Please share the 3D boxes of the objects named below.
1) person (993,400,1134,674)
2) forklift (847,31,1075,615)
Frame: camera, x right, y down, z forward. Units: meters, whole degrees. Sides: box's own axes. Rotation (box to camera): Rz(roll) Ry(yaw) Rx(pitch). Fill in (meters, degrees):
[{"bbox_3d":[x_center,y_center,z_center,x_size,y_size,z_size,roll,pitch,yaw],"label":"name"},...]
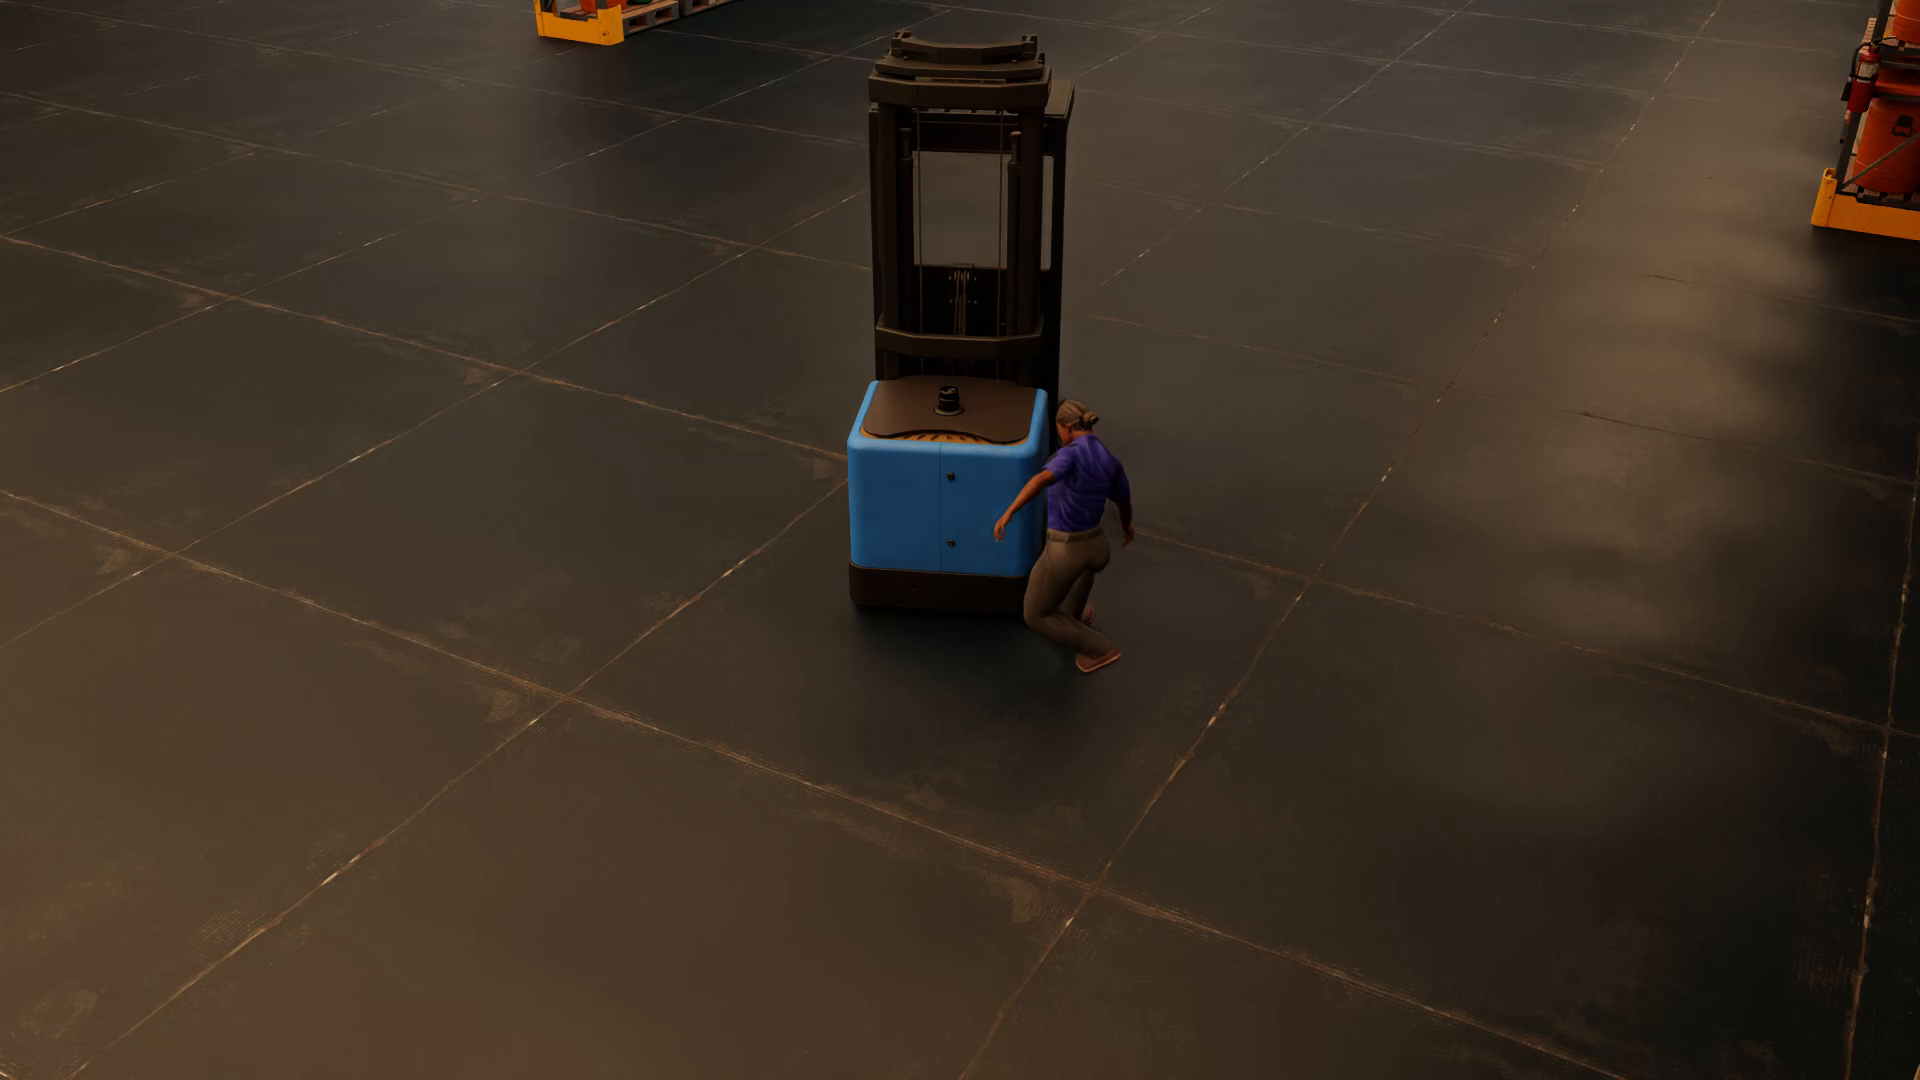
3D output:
[{"bbox_3d":[0.510,0.046,8.476,1.098,1.429,0.662,-19,35,-29],"label":"person"},{"bbox_3d":[0.072,-1.572,9.794,1.130,2.935,3.031,3,30,6],"label":"forklift"}]
